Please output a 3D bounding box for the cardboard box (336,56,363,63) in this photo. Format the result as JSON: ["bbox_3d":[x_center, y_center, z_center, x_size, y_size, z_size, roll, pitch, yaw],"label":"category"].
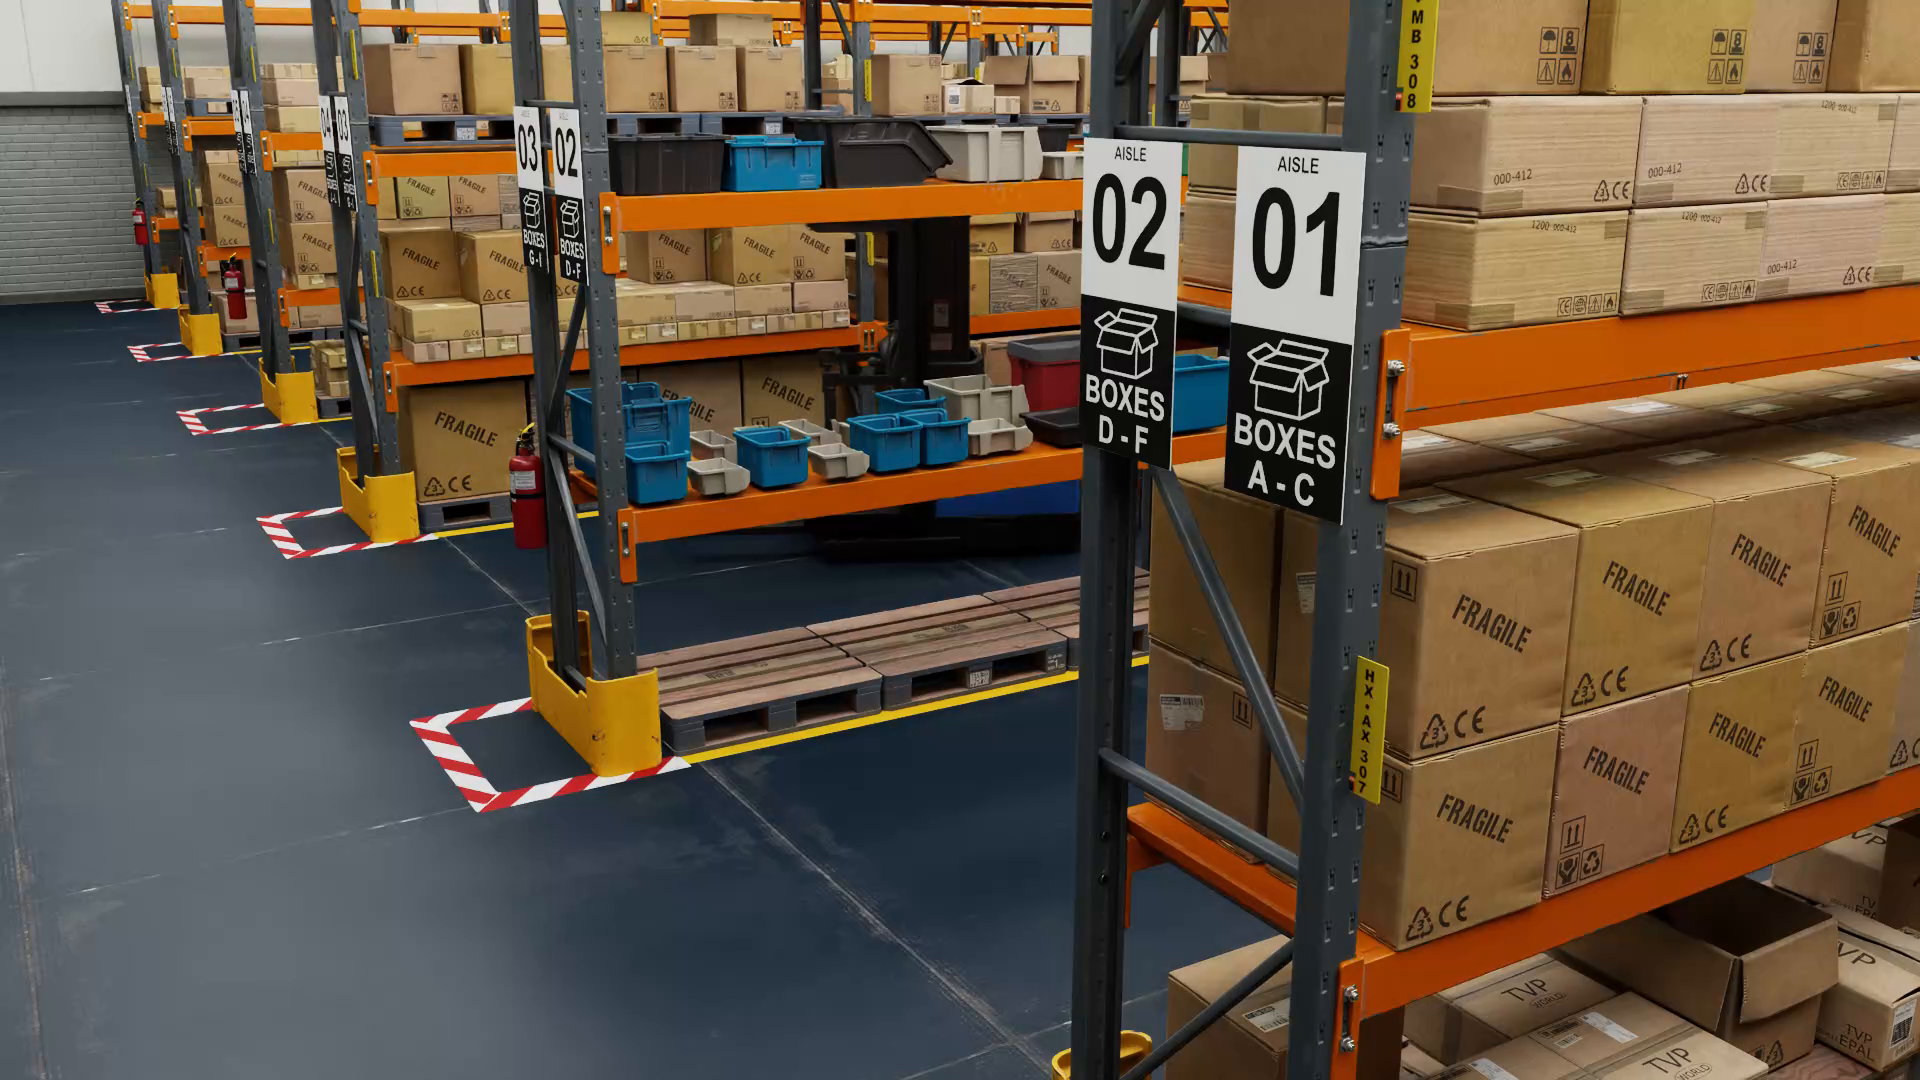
[{"bbox_3d":[-7.763,-5.856,21.038,0.500,0.500,0.500,-9,18,-29],"label":"cardboard box"}]

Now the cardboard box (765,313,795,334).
[{"bbox_3d":[-1.569,-1.821,13.813,0.250,0.149,0.380,-10,18,-31],"label":"cardboard box"}]

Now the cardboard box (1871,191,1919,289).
[{"bbox_3d":[2.494,-0.875,4.693,0.500,0.250,0.500,-9,18,-30],"label":"cardboard box"}]

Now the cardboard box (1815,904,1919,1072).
[{"bbox_3d":[3.078,1.493,5.692,0.500,0.311,0.500,-9,18,-30],"label":"cardboard box"}]

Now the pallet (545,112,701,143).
[{"bbox_3d":[-2.787,-3.253,13.064,1.213,0.211,1.003,-9,18,-30],"label":"pallet"}]

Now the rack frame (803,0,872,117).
[{"bbox_3d":[-1.036,-5.020,13.645,0.127,3.000,1.000,-9,18,-30],"label":"rack frame"}]

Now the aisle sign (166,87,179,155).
[{"bbox_3d":[-9.480,-5.043,20.025,0.004,0.787,0.394,-9,18,-30],"label":"aisle sign"}]

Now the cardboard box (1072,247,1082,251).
[{"bbox_3d":[1.224,-2.469,15.473,0.500,0.500,0.500,-10,18,-32],"label":"cardboard box"}]

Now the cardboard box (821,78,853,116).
[{"bbox_3d":[-1.286,-5.062,19.168,0.500,0.500,0.500,-9,18,-30],"label":"cardboard box"}]

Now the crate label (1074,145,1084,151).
[{"bbox_3d":[0.947,-2.301,9.994,0.466,0.136,0.293,-9,18,-30],"label":"crate label"}]

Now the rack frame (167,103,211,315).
[{"bbox_3d":[-9.568,-3.868,20.651,0.127,3.000,1.000,-9,18,-30],"label":"rack frame"}]

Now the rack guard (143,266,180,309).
[{"bbox_3d":[-12.062,-3.823,25.121,0.348,0.500,1.175,-9,18,-30],"label":"rack guard"}]

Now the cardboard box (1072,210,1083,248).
[{"bbox_3d":[1.198,-3.031,15.620,0.637,0.503,0.797,-9,18,-28],"label":"cardboard box"}]

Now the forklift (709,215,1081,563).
[{"bbox_3d":[-0.679,-1.401,11.979,3.031,2.935,1.130,-2,16,-6],"label":"forklift"}]

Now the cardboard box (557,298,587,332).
[{"bbox_3d":[-3.039,-1.793,12.976,0.500,0.250,0.500,-10,18,-32],"label":"cardboard box"}]

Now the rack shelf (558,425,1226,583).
[{"bbox_3d":[-0.199,-0.361,9.472,4.000,0.370,1.077,-9,18,-30],"label":"rack shelf"}]

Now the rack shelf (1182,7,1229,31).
[{"bbox_3d":[4.107,-5.315,16.772,4.000,0.370,1.077,-9,18,-30],"label":"rack shelf"}]

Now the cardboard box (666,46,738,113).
[{"bbox_3d":[-2.139,-3.678,13.266,0.500,0.500,0.700,-8,18,-27],"label":"cardboard box"}]

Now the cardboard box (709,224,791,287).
[{"bbox_3d":[-1.724,-2.369,13.640,0.500,0.500,0.500,-9,18,-29],"label":"cardboard box"}]

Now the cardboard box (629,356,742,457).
[{"bbox_3d":[-2.414,-1.112,13.978,0.875,0.875,0.875,-9,18,-30],"label":"cardboard box"}]

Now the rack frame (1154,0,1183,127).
[{"bbox_3d":[1.515,-3.874,9.557,0.127,3.000,1.000,-9,18,-30],"label":"rack frame"}]

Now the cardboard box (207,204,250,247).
[{"bbox_3d":[-9.009,-3.916,20.639,0.500,0.500,0.500,-9,18,-30],"label":"cardboard box"}]

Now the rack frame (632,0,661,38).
[{"bbox_3d":[-5.270,-9.017,27.904,0.127,3.000,1.000,-9,18,-30],"label":"rack frame"}]

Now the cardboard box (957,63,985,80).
[{"bbox_3d":[0.287,-7.241,25.700,0.500,0.250,0.500,-9,18,-28],"label":"cardboard box"}]

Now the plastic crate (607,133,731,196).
[{"bbox_3d":[-1.440,-1.800,7.957,0.590,0.269,0.497,-9,18,-30],"label":"plastic crate"}]

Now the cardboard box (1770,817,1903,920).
[{"bbox_3d":[3.592,1.252,6.551,0.500,0.311,0.500,-9,18,-30],"label":"cardboard box"}]

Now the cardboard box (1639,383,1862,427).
[{"bbox_3d":[2.631,-0.225,5.616,0.500,0.500,0.500,-10,18,-31],"label":"cardboard box"}]

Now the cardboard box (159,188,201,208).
[{"bbox_3d":[-11.600,-5.088,24.729,0.500,0.250,0.500,-9,18,-29],"label":"cardboard box"}]

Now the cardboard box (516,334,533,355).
[{"bbox_3d":[-3.329,-1.535,12.795,0.250,0.149,0.380,-10,18,-31],"label":"cardboard box"}]

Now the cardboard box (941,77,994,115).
[{"bbox_3d":[-0.049,-3.866,14.475,0.500,0.311,0.500,-10,18,-32],"label":"cardboard box"}]

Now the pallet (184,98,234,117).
[{"bbox_3d":[-8.938,-5.375,20.635,1.213,0.211,1.003,-9,18,-30],"label":"pallet"}]

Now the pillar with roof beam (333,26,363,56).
[{"bbox_3d":[-7.543,-7.576,22.765,0.400,9.000,9.100,-9,18,-30],"label":"pillar with roof beam"}]

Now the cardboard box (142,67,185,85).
[{"bbox_3d":[-11.618,-6.776,24.267,0.500,0.250,0.500,-9,18,-30],"label":"cardboard box"}]

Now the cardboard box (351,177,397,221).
[{"bbox_3d":[-5.981,-3.482,16.686,0.500,0.500,0.500,-9,18,-28],"label":"cardboard box"}]

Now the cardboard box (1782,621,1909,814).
[{"bbox_3d":[2.451,0.457,5.036,0.500,0.500,0.500,-9,18,-29],"label":"cardboard box"}]

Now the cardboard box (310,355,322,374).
[{"bbox_3d":[-6.627,-1.849,17.401,0.250,0.149,0.380,-10,18,-31],"label":"cardboard box"}]

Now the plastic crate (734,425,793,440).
[{"bbox_3d":[-1.052,-0.523,9.097,0.243,0.136,0.396,-9,18,-30],"label":"plastic crate"}]

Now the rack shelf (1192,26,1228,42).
[{"bbox_3d":[5.068,-7.033,22.899,4.000,0.370,1.077,-9,18,-30],"label":"rack shelf"}]

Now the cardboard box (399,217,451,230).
[{"bbox_3d":[-5.533,-3.072,17.075,0.500,0.500,0.500,-9,18,-29],"label":"cardboard box"}]

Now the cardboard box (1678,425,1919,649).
[{"bbox_3d":[2.461,-0.027,4.910,0.500,0.500,0.500,-9,18,-30],"label":"cardboard box"}]

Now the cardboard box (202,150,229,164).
[{"bbox_3d":[-9.121,-4.695,20.363,0.250,0.149,0.380,-9,18,-29],"label":"cardboard box"}]

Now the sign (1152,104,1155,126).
[{"bbox_3d":[1.233,-2.561,10.416,0.005,0.325,0.100,-9,18,-30],"label":"sign"}]

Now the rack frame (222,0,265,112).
[{"bbox_3d":[-6.932,-5.625,15.806,0.127,3.000,1.000,-9,18,-30],"label":"rack frame"}]

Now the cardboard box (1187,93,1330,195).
[{"bbox_3d":[0.943,-1.026,4.306,0.500,0.250,0.500,-9,18,-30],"label":"cardboard box"}]

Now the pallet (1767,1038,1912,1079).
[{"bbox_3d":[2.427,1.770,5.705,1.213,0.211,1.003,-9,18,-30],"label":"pallet"}]

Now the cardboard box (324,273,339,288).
[{"bbox_3d":[-6.289,-2.630,16.700,0.250,0.149,0.380,-8,18,-28],"label":"cardboard box"}]

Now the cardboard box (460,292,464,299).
[{"bbox_3d":[-3.751,-1.845,13.162,0.500,0.250,0.500,-10,18,-31],"label":"cardboard box"}]

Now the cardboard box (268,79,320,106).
[{"bbox_3d":[-6.414,-4.352,16.172,0.500,0.250,0.500,-9,18,-29],"label":"cardboard box"}]

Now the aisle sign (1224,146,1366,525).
[{"bbox_3d":[0.727,-0.457,3.666,0.004,0.787,0.394,-9,18,-30],"label":"aisle sign"}]

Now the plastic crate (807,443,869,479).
[{"bbox_3d":[-0.633,-0.409,8.689,0.298,0.136,0.250,-9,18,-30],"label":"plastic crate"}]

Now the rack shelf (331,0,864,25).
[{"bbox_3d":[-2.750,-4.203,12.805,4.000,0.370,1.077,-9,18,-30],"label":"rack shelf"}]

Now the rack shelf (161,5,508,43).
[{"bbox_3d":[-7.854,-6.496,20.984,4.000,0.370,1.077,-9,18,-30],"label":"rack shelf"}]

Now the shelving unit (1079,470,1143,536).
[{"bbox_3d":[1.105,-0.659,12.537,0.503,1.200,0.258,-7,17,-23],"label":"shelving unit"}]
